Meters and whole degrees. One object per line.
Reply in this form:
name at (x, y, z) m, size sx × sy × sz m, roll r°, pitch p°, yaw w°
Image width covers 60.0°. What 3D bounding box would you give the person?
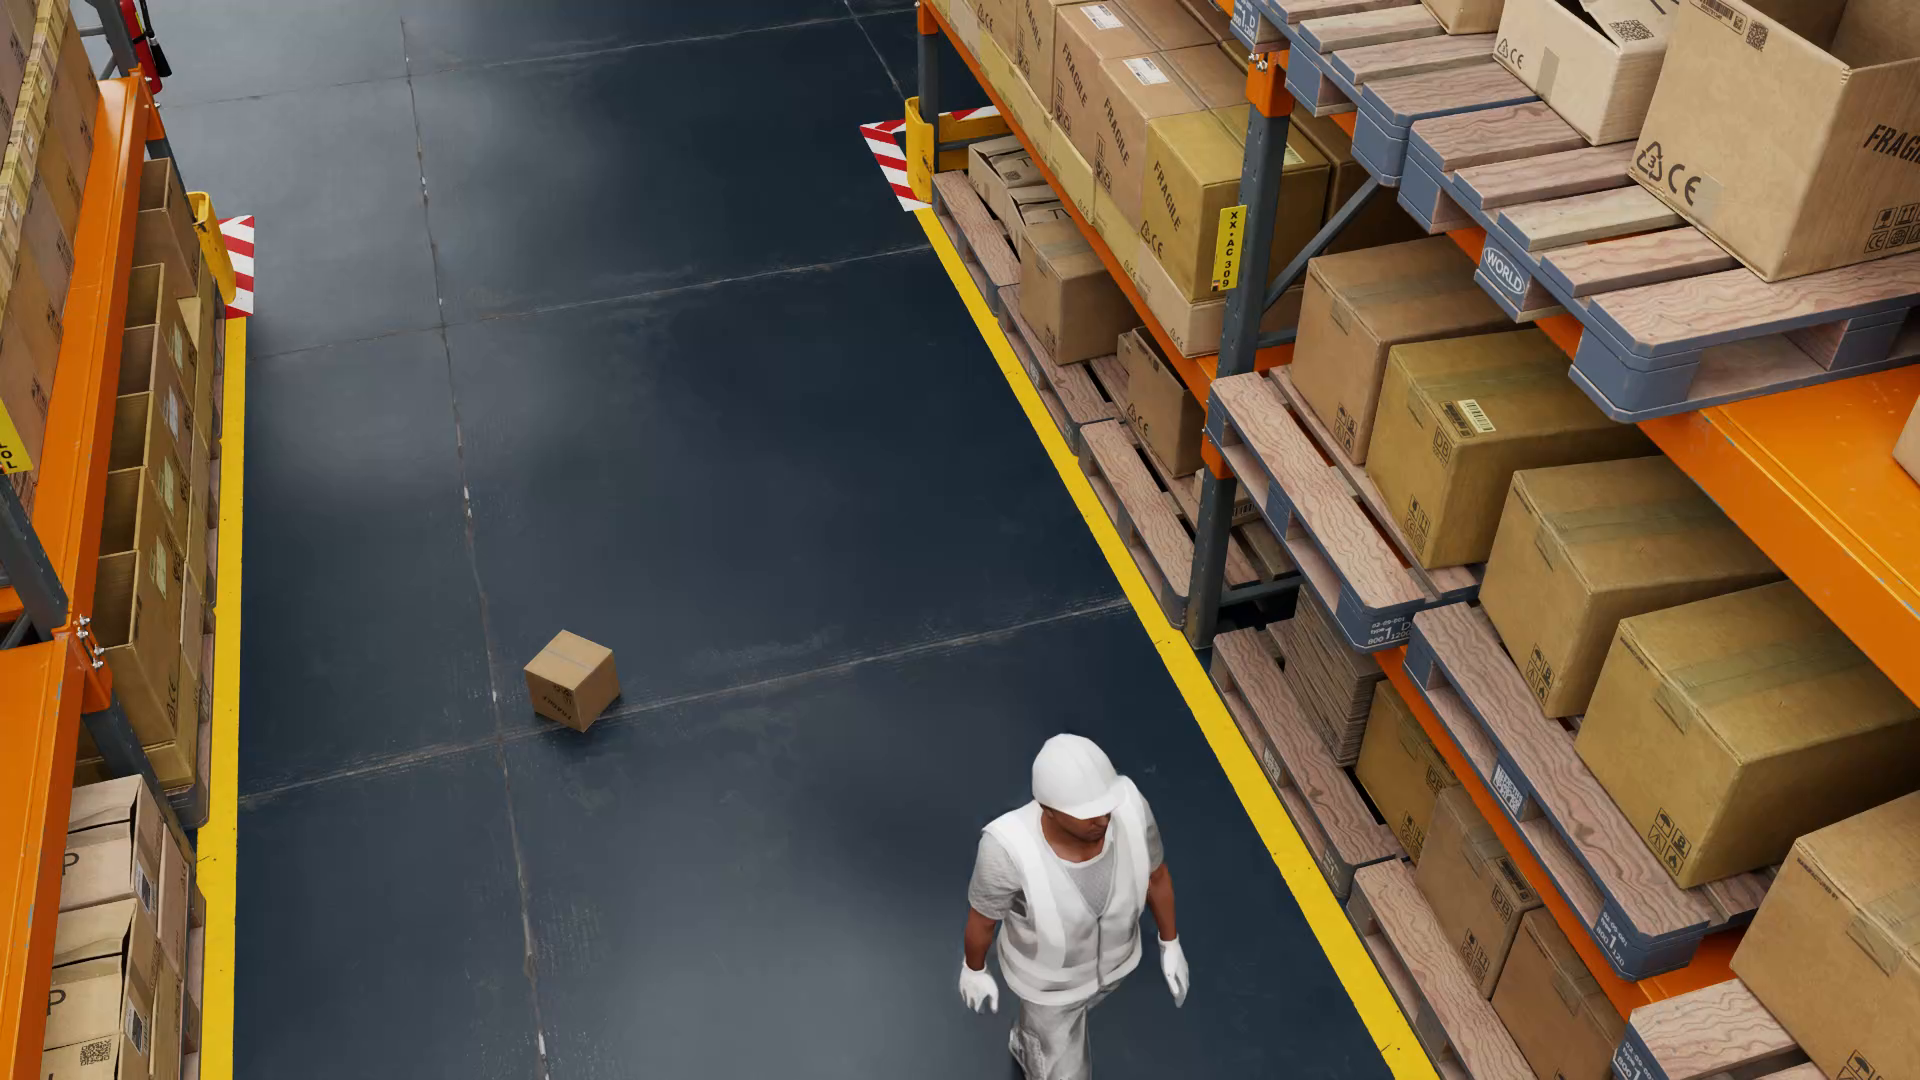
person at (0.356, 1.261, 4.744) m, size 0.603 × 1.818 × 0.756 m, roll -22°, pitch 46°, yaw -23°
